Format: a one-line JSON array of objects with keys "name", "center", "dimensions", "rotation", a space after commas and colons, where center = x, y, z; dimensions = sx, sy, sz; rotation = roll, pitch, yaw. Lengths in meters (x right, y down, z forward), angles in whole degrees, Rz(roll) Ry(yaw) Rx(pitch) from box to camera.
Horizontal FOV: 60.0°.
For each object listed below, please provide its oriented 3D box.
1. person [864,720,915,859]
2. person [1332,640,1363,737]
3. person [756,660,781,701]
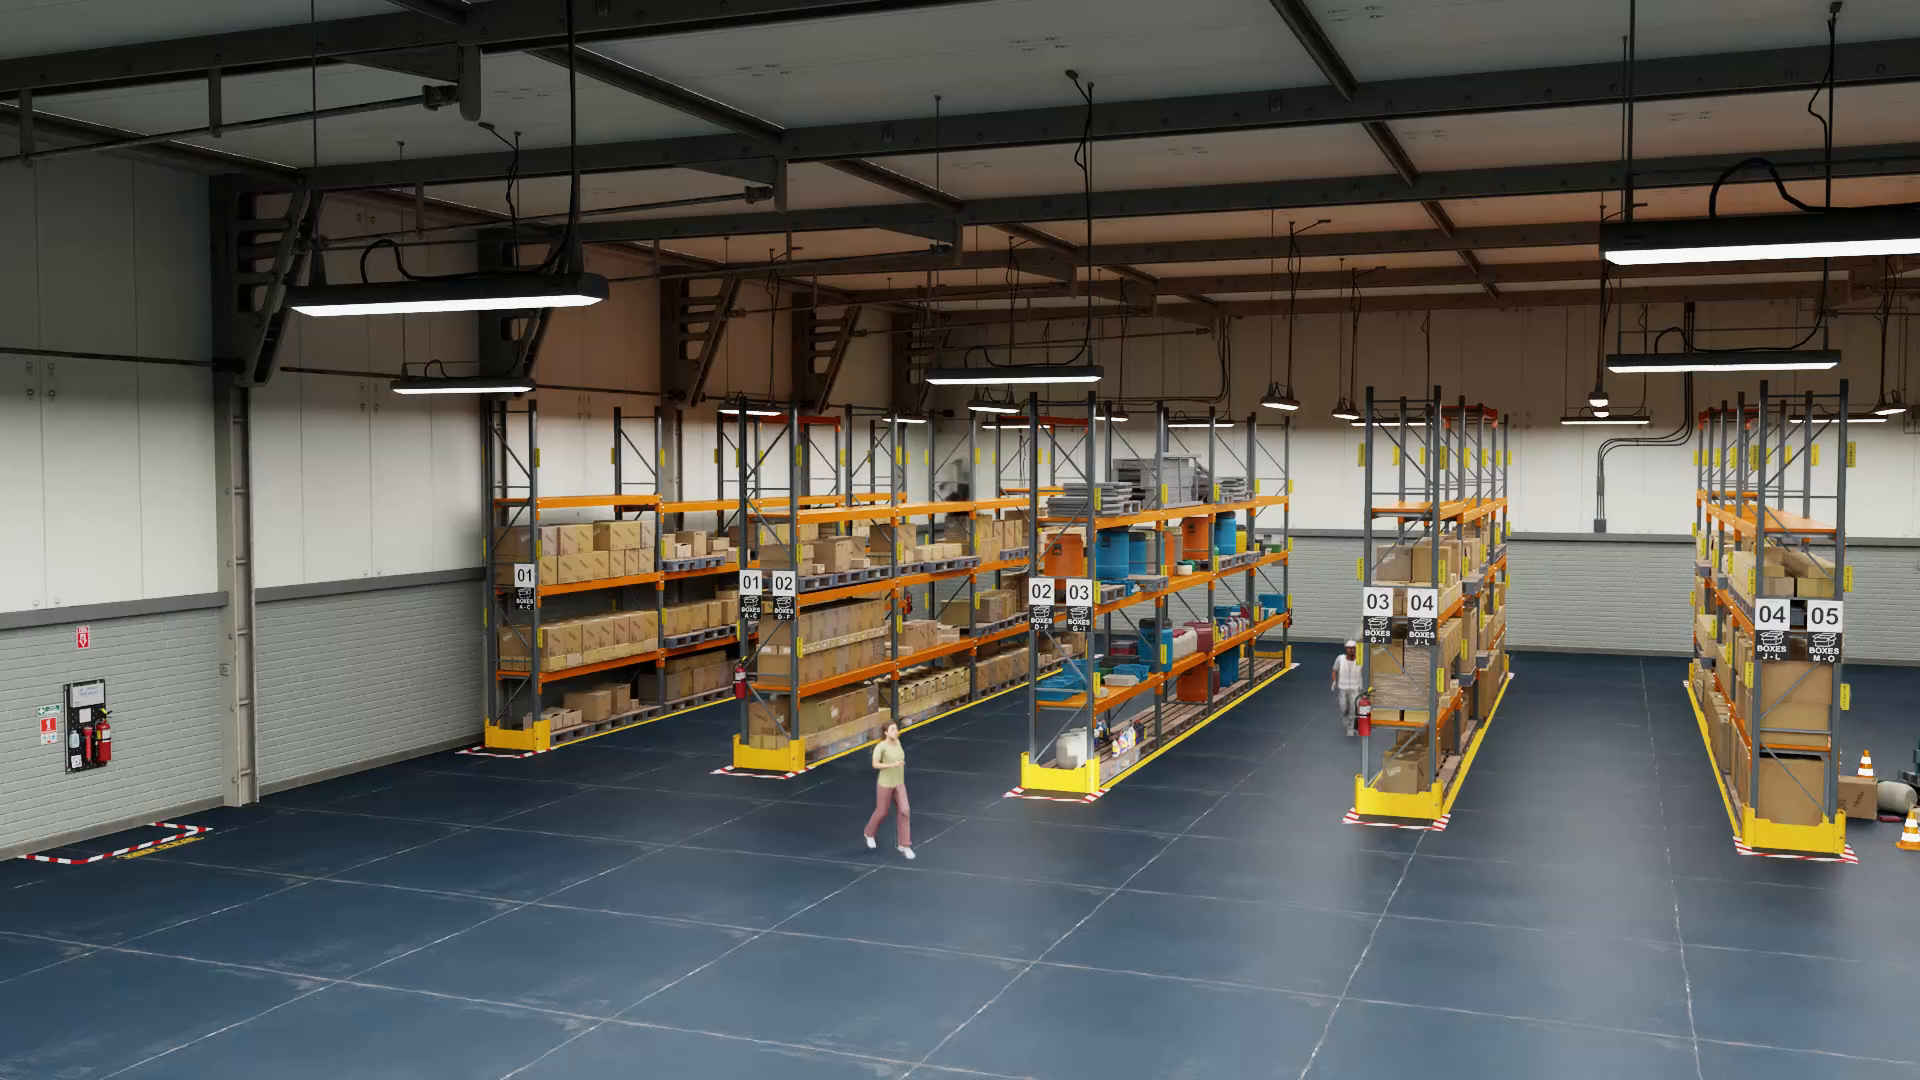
[{"name": "person", "center": [-0.903, 3.109, 20.953], "dimensions": [0.592, 1.696, 0.895], "rotation": [-2, 4, -41]}, {"name": "person", "center": [7.056, 2.662, 30.005], "dimensions": [0.668, 1.728, 0.639], "rotation": [1, 3, 17]}, {"name": "person", "center": [-3.405, 2.640, 30.557], "dimensions": [0.664, 1.781, 1.096], "rotation": [1, 3, 18]}]
